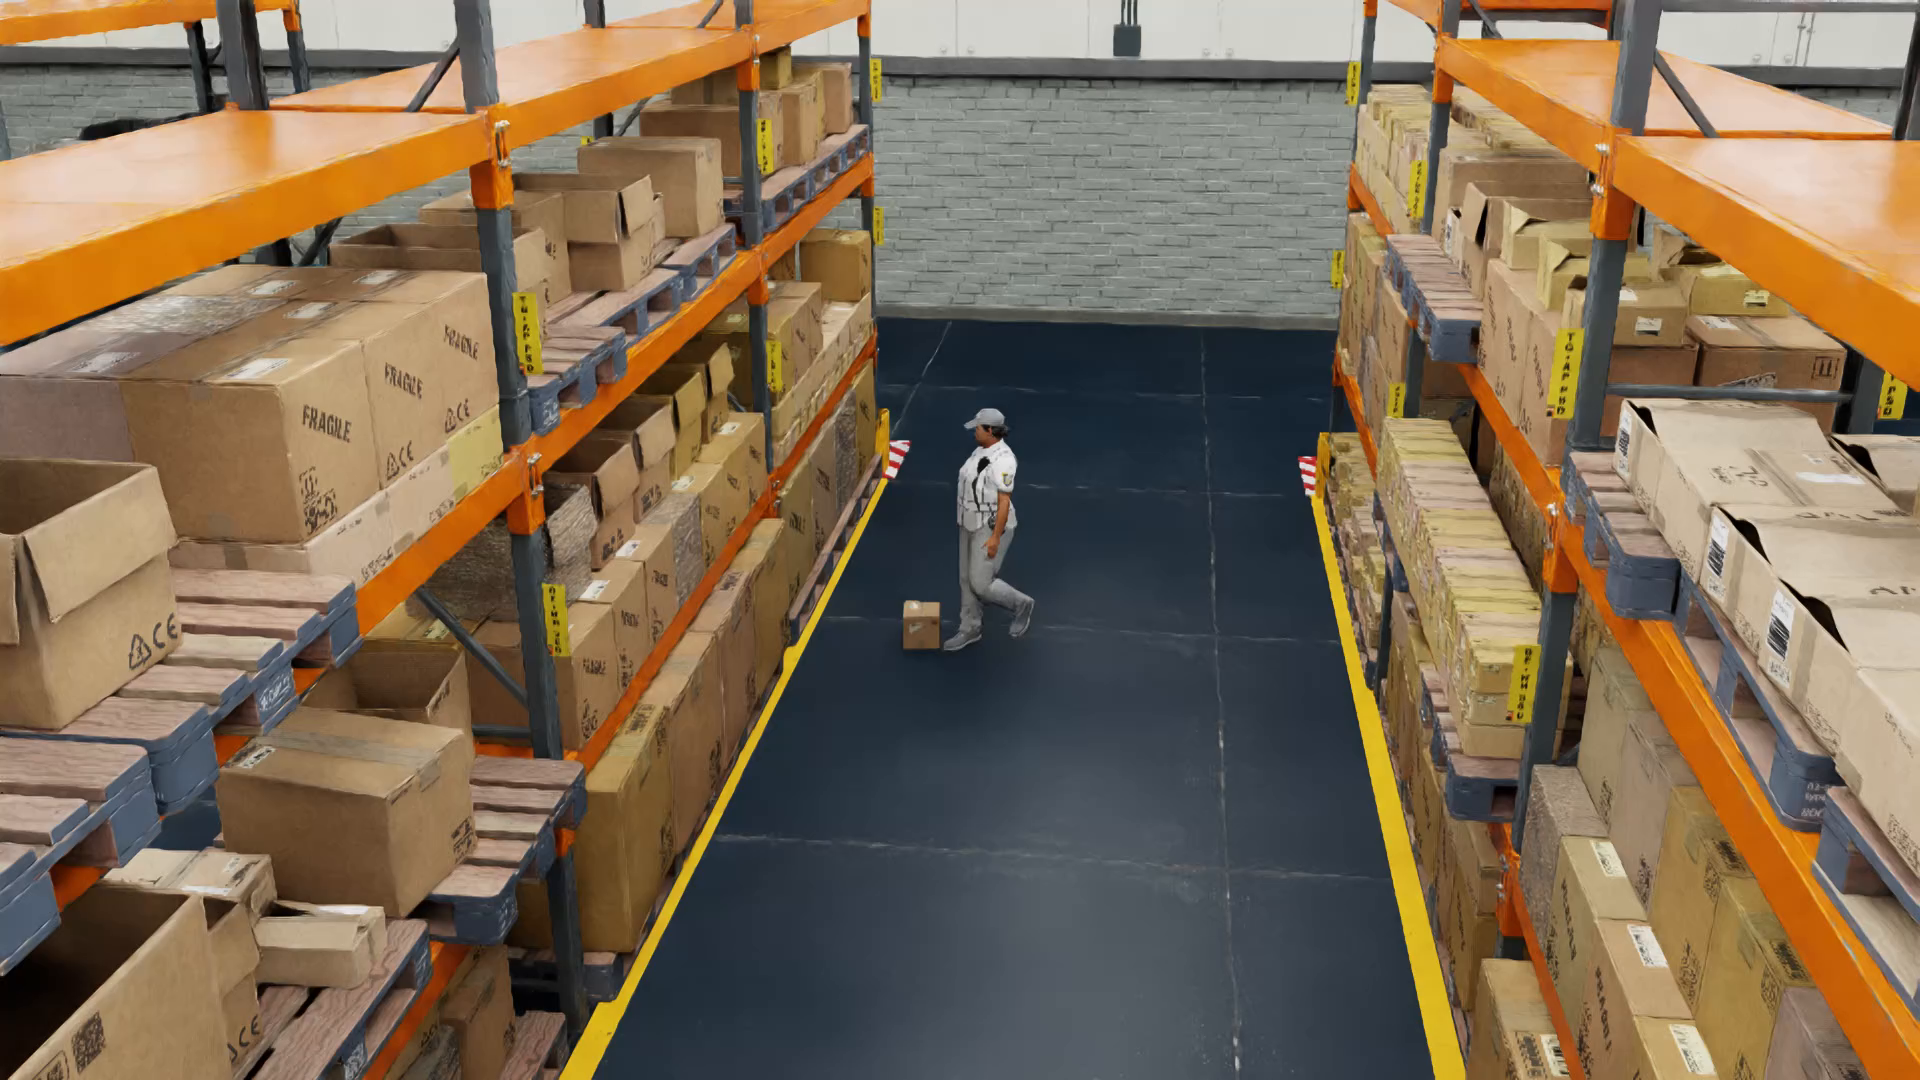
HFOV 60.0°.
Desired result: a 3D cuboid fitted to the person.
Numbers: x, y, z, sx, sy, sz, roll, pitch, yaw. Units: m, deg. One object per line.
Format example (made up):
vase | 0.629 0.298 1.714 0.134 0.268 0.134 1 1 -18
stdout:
person | 0.167 -0.065 11.268 0.637 1.664 0.523 -10 24 -24
